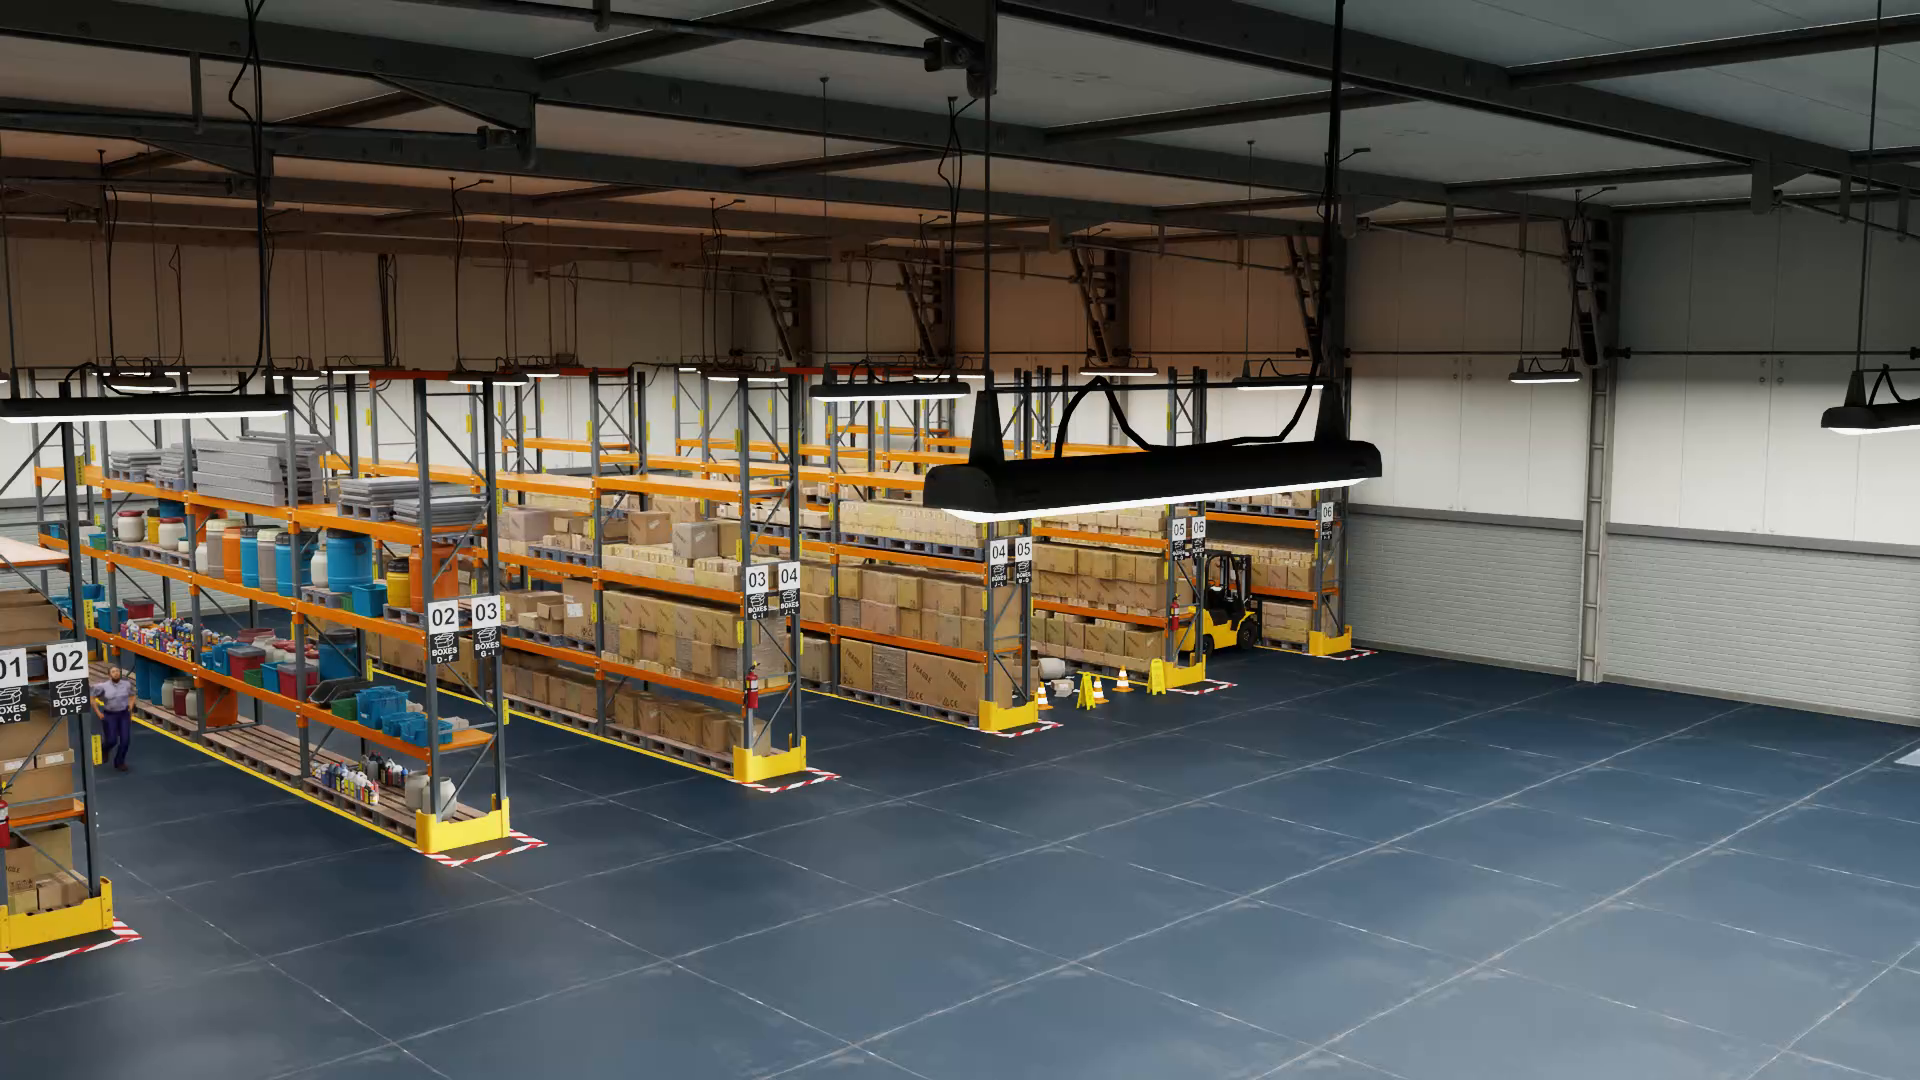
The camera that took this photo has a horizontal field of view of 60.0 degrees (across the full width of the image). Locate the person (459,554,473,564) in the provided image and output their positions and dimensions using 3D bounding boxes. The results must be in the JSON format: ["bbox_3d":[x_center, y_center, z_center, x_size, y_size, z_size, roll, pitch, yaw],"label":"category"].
[{"bbox_3d":[-11.463,1.113,38.386,0.707,1.771,0.974,-1,7,-8],"label":"person"}]

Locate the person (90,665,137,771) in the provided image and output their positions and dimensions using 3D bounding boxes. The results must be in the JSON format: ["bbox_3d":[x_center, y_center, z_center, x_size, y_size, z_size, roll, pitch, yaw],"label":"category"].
[{"bbox_3d":[-12.792,2.701,25.211,0.634,1.612,0.559,-6,9,-42],"label":"person"}]
